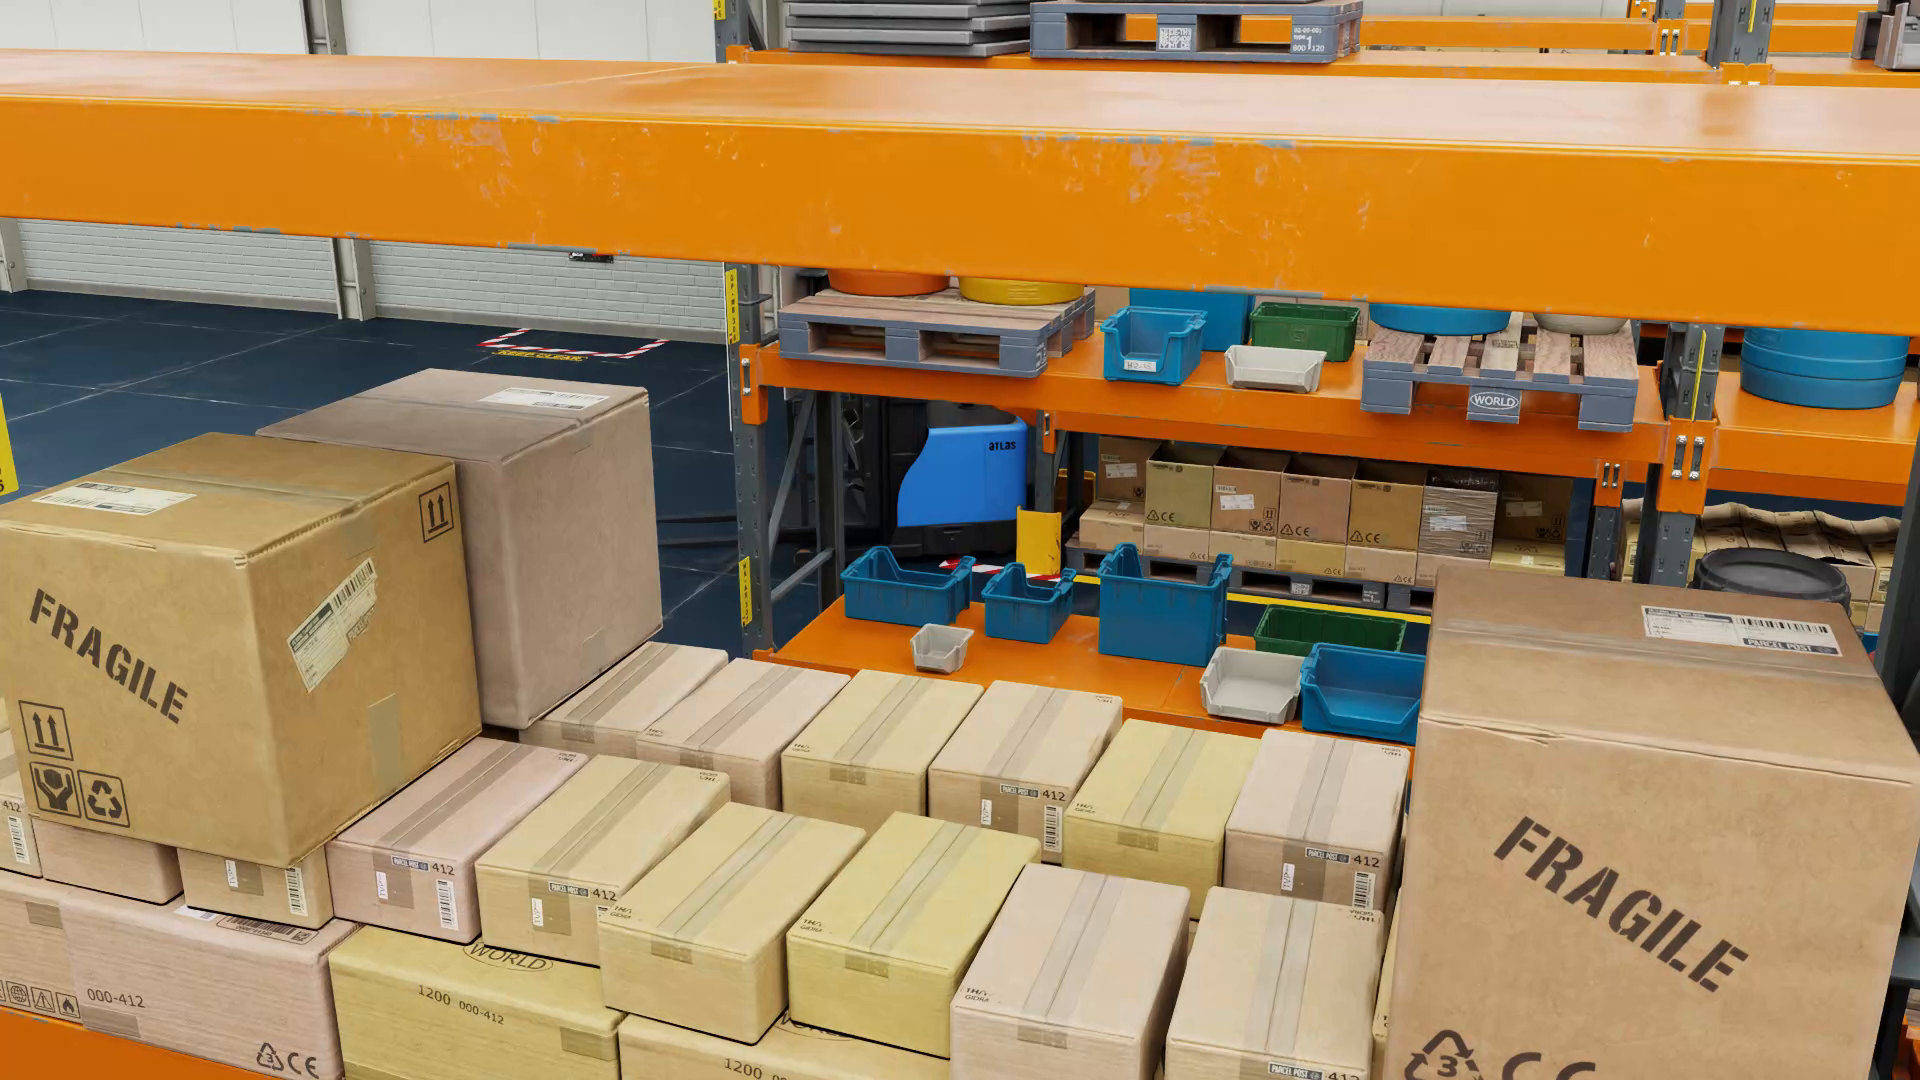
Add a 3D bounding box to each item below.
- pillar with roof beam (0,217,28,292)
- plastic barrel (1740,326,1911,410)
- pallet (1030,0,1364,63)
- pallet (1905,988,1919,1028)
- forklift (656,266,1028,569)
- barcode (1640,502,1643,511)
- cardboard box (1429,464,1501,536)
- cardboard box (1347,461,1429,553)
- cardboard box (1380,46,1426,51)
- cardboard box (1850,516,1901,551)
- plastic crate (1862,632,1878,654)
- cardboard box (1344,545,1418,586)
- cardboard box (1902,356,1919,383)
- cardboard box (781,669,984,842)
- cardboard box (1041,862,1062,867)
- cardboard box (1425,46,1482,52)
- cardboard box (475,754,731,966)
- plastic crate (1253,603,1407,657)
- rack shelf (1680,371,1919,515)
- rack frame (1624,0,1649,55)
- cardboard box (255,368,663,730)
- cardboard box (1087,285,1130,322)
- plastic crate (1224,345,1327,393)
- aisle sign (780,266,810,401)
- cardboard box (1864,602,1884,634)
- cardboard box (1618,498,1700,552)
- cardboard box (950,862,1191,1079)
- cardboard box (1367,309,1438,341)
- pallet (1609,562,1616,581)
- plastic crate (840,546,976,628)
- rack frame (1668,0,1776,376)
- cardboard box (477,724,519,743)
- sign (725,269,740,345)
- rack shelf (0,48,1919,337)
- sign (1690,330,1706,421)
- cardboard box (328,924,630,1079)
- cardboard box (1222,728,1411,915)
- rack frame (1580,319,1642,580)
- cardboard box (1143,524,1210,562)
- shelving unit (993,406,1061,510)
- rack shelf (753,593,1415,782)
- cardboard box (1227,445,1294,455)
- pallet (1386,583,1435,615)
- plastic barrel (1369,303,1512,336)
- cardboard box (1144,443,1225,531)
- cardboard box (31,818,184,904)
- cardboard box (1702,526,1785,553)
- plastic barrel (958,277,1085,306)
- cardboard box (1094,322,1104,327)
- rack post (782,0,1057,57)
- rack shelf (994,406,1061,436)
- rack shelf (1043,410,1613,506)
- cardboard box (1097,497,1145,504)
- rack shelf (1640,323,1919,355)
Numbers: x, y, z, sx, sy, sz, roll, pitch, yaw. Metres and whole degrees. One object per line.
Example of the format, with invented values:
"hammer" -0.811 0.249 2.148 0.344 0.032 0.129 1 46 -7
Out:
"pillar with roof beam" -15.053 -6.506 18.569 0.400 9.000 9.100 7 20 18
"plastic barrel" 3.497 -1.027 6.648 0.708 0.901 0.600 7 20 18
"pallet" 1.001 -2.128 6.904 1.213 0.211 1.003 7 20 18
"pallet" 3.700 2.028 7.438 1.213 0.211 1.003 7 20 18
"forklift" -1.026 -1.332 12.944 3.031 2.935 1.130 -4 20 -10
"barcode" 4.679 -0.225 11.335 0.075 0.075 0.001 7 20 18
"cardboard box" 3.764 -0.354 12.436 0.500 0.500 0.500 7 20 18
"cardboard box" 3.123 -0.248 12.131 0.500 0.500 0.500 7 20 18
"cardboard box" 4.361 -4.682 16.191 0.500 0.500 0.500 6 20 18
"cardboard box" 6.489 0.053 11.555 0.500 0.311 0.500 6 20 17
"plastic crate" 4.089 0.668 7.126 0.575 0.384 0.392 7 20 18
"cardboard box" 3.118 0.110 12.243 0.500 0.250 0.500 7 20 18
"cardboard box" 8.760 -1.534 15.410 0.500 0.250 0.500 7 20 19
"cardboard box" -0.130 0.384 2.981 0.250 0.149 0.380 6 20 17
"cardboard box" 0.012 0.592 2.992 0.500 0.250 0.500 6 20 16
"cardboard box" 4.616 -4.466 15.573 0.500 0.500 0.500 6 20 16
"cardboard box" -0.554 0.502 2.644 0.250 0.149 0.380 6 20 16
"plastic crate" 1.756 0.504 7.895 0.662 0.188 0.450 7 20 18
"rack shelf" 4.835 -0.222 6.193 4.000 0.370 1.077 7 20 18
"rack frame" 6.197 -5.275 15.037 0.127 3.000 1.000 7 20 18
"cardboard box" -0.911 -0.005 3.113 0.500 0.500 0.500 7 20 18
"cardboard box" 1.283 -1.933 12.442 0.500 0.500 0.700 7 20 18
"plastic crate" 1.297 -0.701 6.874 0.396 0.136 0.243 7 20 18
"aisle sign" -0.804 -1.121 8.287 0.004 0.787 0.394 7 20 18
"cardboard box" 6.327 0.485 11.166 0.500 0.250 0.500 7 20 19
"cardboard box" 5.051 -0.111 12.026 0.500 0.311 0.500 7 20 18
"cardboard box" 0.161 0.620 2.306 0.250 0.149 0.380 6 20 16
"cardboard box" 3.203 -1.716 11.818 0.500 0.500 0.700 7 20 18
"pallet" 5.283 0.483 11.870 1.213 0.211 1.003 7 20 18
"plastic crate" -0.262 0.238 8.564 0.616 0.251 0.499 7 20 18
"rack frame" 2.945 -2.194 6.200 0.127 3.000 1.000 7 20 18
"cardboard box" -0.867 0.288 3.257 0.250 0.149 0.380 5 20 15
"sign" -1.018 -1.044 7.443 0.005 0.325 0.100 7 20 18
"rack shelf" -0.569 -0.597 2.498 3.687 0.071 0.831 7 20 18
"sign" 2.754 -0.612 6.205 0.005 0.325 0.100 7 20 18
"cardboard box" -0.639 0.696 2.692 0.500 0.250 0.500 7 20 20
"cardboard box" 0.590 0.470 2.736 0.250 0.149 0.380 7 20 18
"rack frame" 4.574 -0.901 11.605 0.127 3.000 1.000 7 20 18
"cardboard box" 1.703 -0.053 12.712 0.500 0.250 0.500 7 20 18
"shelving unit" 0.557 -1.005 13.322 0.503 2.100 0.431 14 25 15
"rack shelf" 1.056 0.762 7.926 4.000 0.370 1.077 7 20 18
"cardboard box" 2.350 -0.519 12.907 0.500 0.500 0.500 7 20 18
"pallet" 3.837 0.316 12.348 1.213 0.211 1.003 7 20 18
"plastic barrel" 2.040 -1.354 6.946 0.708 0.901 0.600 7 20 18
"cardboard box" 1.702 -0.407 12.587 0.500 0.500 0.500 7 20 18
"cardboard box" -1.320 0.440 2.821 0.250 0.149 0.380 6 20 18
"cardboard box" 5.354 0.112 11.386 0.500 0.311 0.500 6 20 17
"plastic barrel" 0.285 -1.414 7.593 0.600 0.588 0.600 0 19 0
"cardboard box" 1.096 -1.578 12.408 0.250 0.149 0.380 6 20 18
"rack post" -0.161 -2.269 7.174 0.954 0.300 0.937 9 21 24
"rack shelf" 0.555 -0.993 13.328 0.480 0.518 0.431 14 25 15
"rack shelf" 2.685 -0.778 12.343 4.000 0.370 1.077 7 20 18
"cardboard box" 1.400 -0.267 13.325 0.500 0.250 0.500 7 20 18
"rack shelf" 8.086 -1.886 15.523 4.000 0.370 1.077 7 20 18
